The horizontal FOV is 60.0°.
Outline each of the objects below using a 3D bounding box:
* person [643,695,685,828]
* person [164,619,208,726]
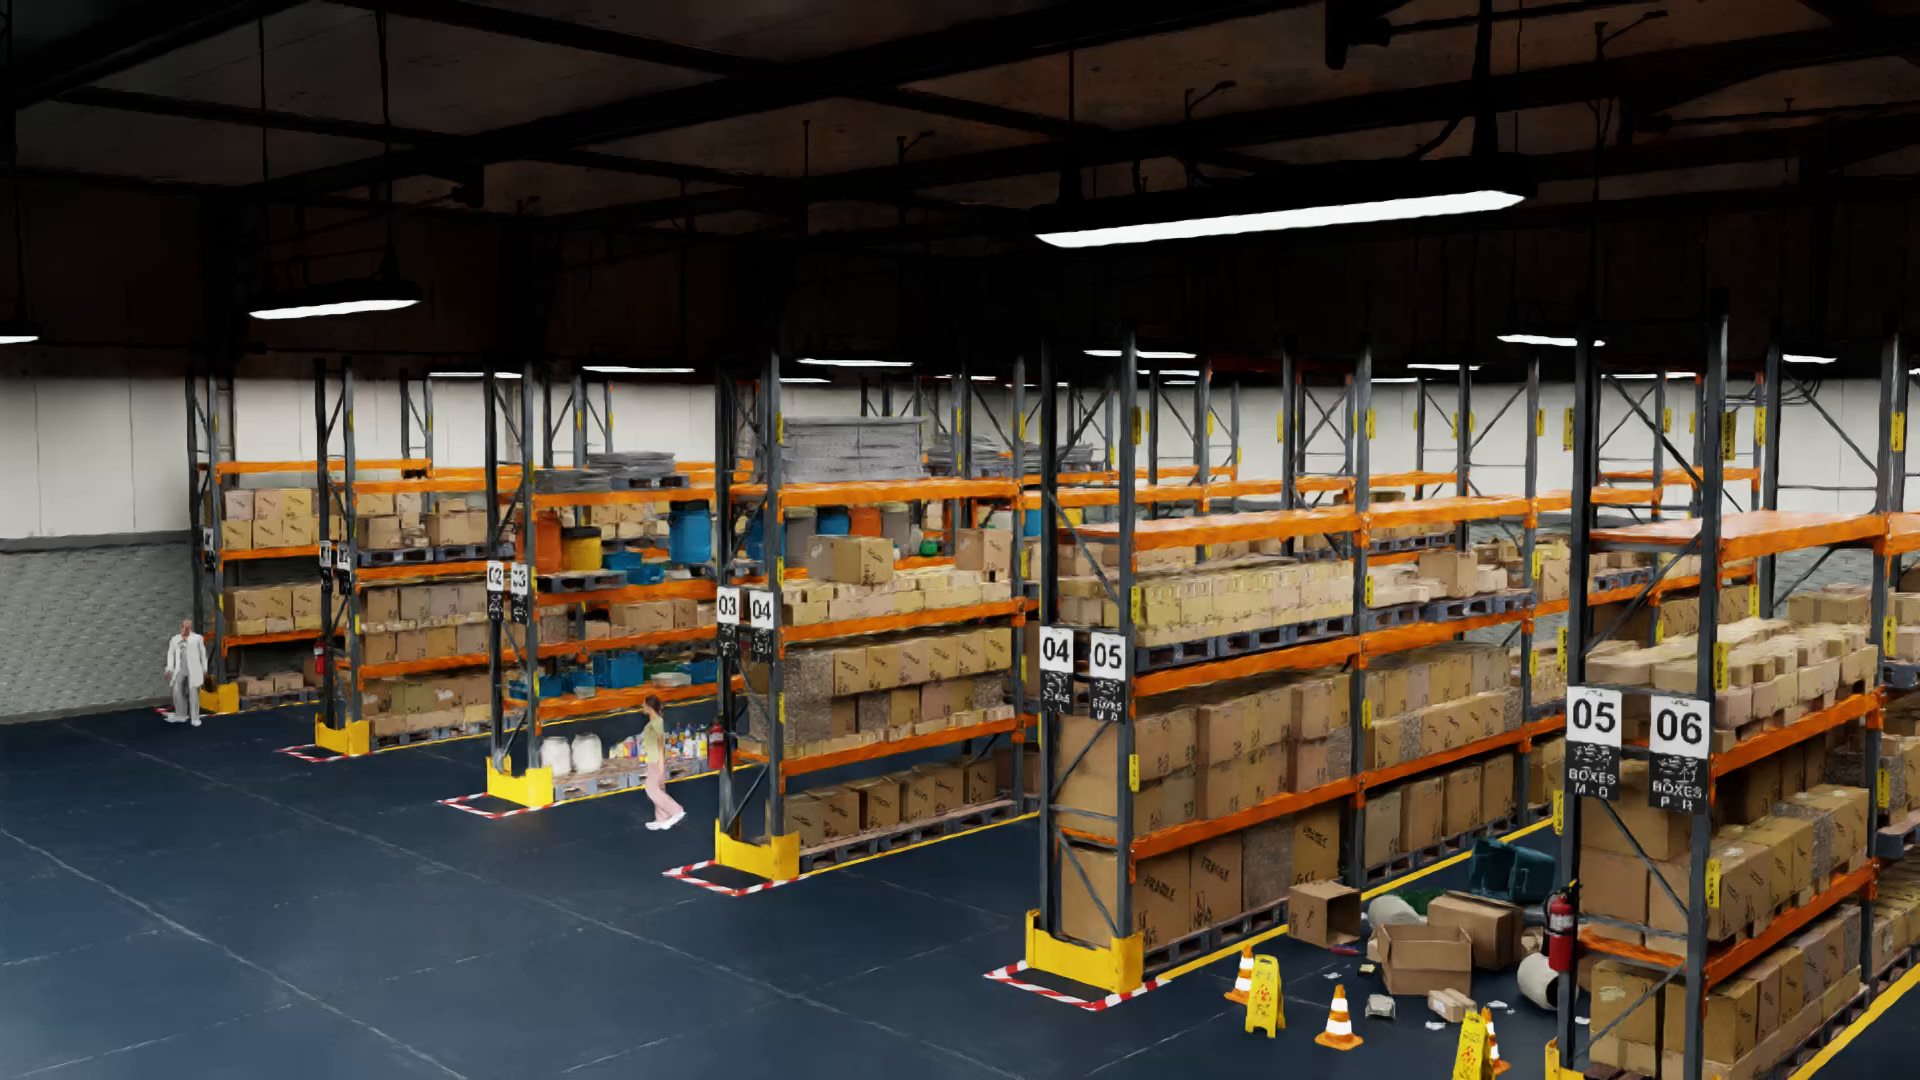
[{"bbox_3d":[-3.681,2.756,20.666,0.506,1.664,0.513,-1,4,-9],"label":"person"},{"bbox_3d":[-12.865,2.175,27.528,0.769,1.773,0.511,0,4,-1],"label":"person"}]
